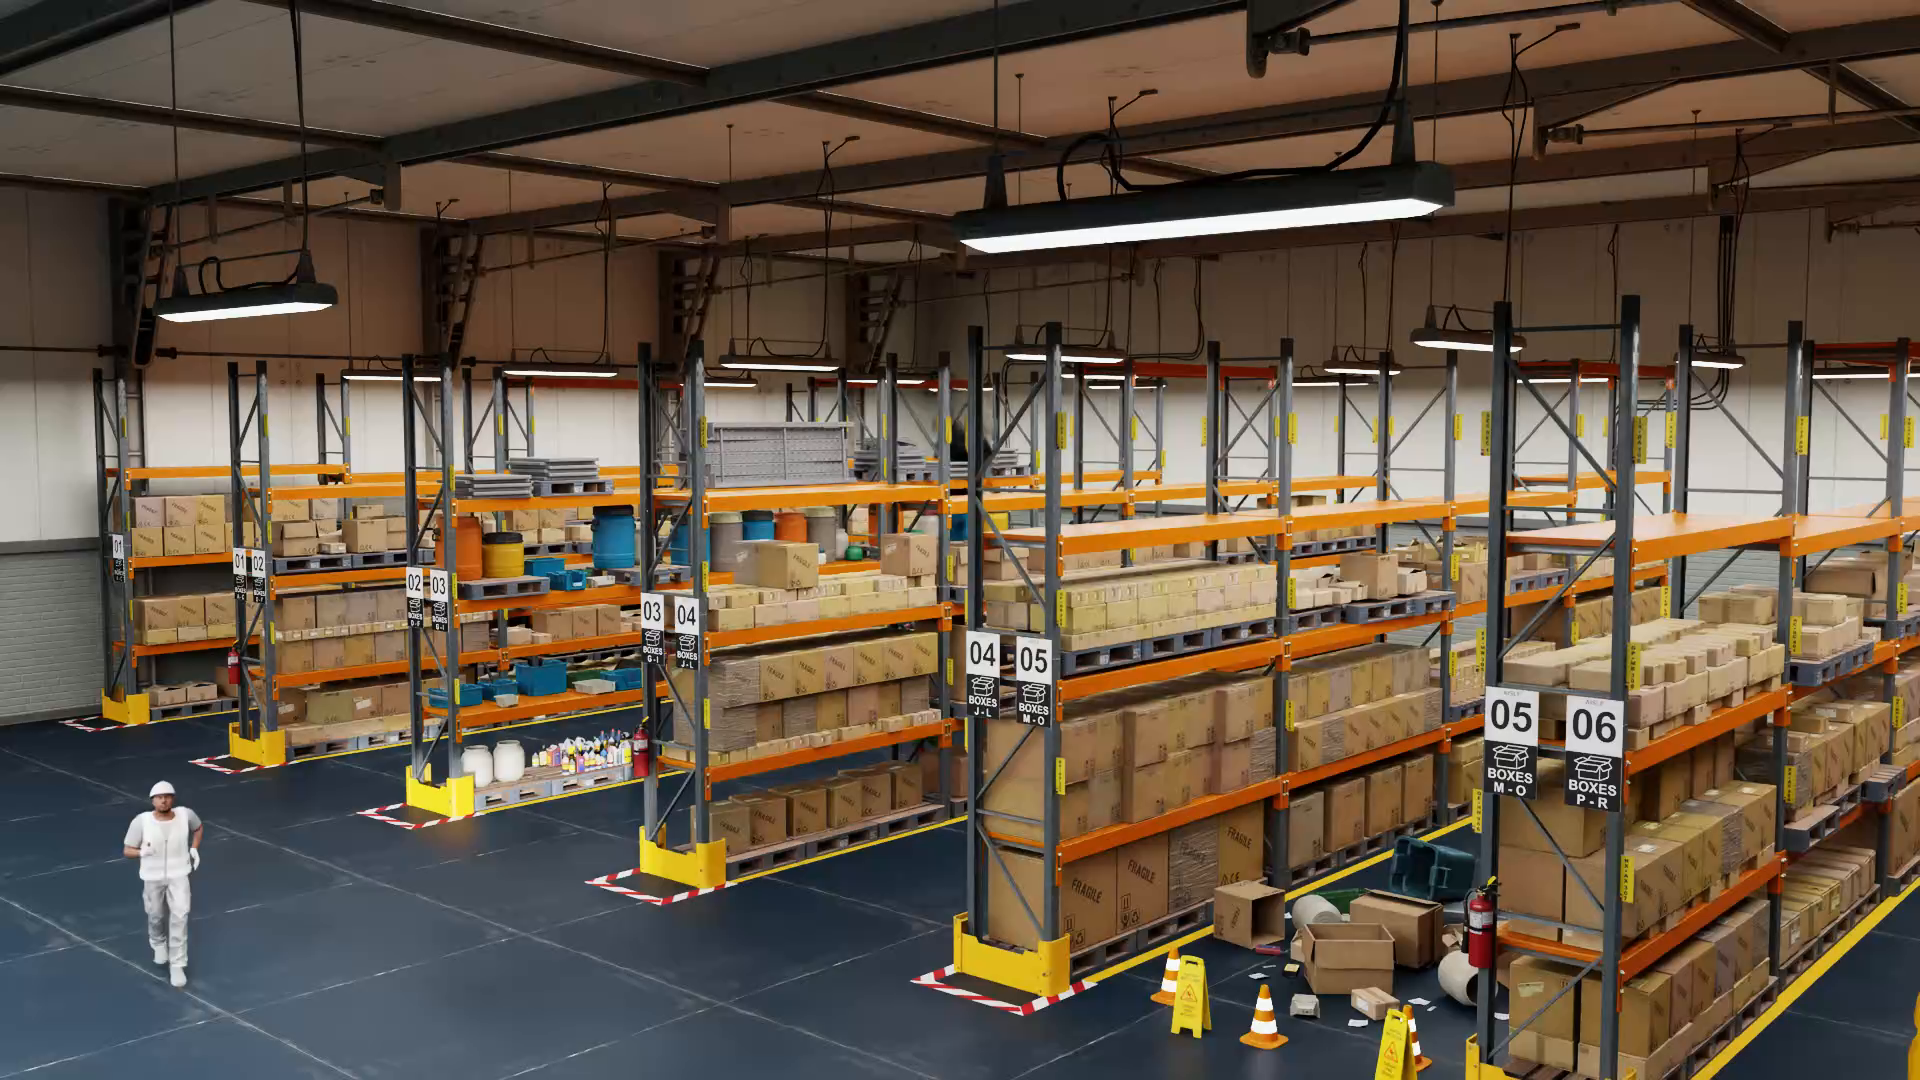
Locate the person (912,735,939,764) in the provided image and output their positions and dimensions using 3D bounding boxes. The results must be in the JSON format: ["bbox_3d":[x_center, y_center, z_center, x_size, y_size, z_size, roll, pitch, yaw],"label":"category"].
[{"bbox_3d":[-0.452,2.498,24.142,0.663,1.790,0.863,4,6,43],"label":"person"}]

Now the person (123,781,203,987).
[{"bbox_3d":[-7.314,3.117,15.307,0.676,1.797,0.896,-2,5,-27],"label":"person"}]
